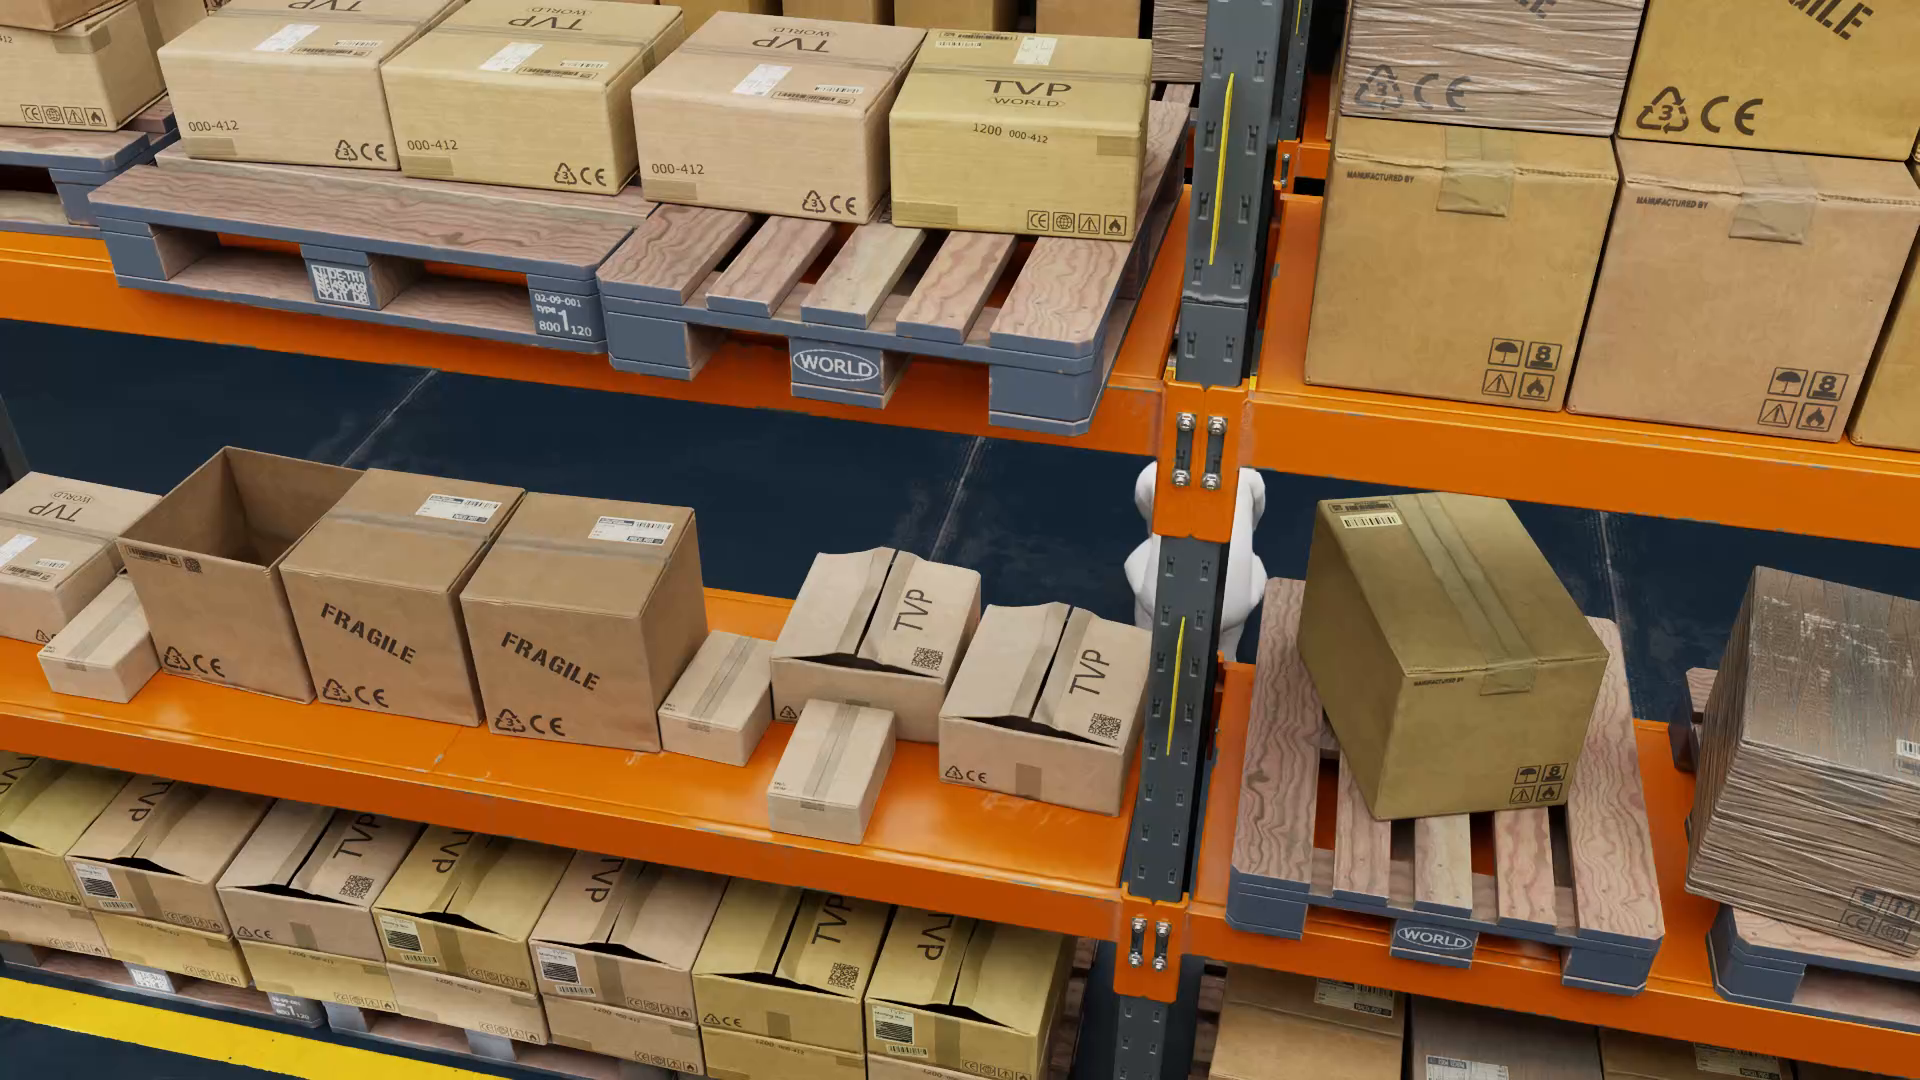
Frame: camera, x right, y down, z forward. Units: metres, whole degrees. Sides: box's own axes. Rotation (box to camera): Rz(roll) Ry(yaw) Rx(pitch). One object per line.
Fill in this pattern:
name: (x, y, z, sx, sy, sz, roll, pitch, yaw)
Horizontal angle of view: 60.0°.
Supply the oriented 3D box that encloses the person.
person: (0.964, 0.078, 6.738, 0.580, 0.976, 0.947, 6, 37, 9)
